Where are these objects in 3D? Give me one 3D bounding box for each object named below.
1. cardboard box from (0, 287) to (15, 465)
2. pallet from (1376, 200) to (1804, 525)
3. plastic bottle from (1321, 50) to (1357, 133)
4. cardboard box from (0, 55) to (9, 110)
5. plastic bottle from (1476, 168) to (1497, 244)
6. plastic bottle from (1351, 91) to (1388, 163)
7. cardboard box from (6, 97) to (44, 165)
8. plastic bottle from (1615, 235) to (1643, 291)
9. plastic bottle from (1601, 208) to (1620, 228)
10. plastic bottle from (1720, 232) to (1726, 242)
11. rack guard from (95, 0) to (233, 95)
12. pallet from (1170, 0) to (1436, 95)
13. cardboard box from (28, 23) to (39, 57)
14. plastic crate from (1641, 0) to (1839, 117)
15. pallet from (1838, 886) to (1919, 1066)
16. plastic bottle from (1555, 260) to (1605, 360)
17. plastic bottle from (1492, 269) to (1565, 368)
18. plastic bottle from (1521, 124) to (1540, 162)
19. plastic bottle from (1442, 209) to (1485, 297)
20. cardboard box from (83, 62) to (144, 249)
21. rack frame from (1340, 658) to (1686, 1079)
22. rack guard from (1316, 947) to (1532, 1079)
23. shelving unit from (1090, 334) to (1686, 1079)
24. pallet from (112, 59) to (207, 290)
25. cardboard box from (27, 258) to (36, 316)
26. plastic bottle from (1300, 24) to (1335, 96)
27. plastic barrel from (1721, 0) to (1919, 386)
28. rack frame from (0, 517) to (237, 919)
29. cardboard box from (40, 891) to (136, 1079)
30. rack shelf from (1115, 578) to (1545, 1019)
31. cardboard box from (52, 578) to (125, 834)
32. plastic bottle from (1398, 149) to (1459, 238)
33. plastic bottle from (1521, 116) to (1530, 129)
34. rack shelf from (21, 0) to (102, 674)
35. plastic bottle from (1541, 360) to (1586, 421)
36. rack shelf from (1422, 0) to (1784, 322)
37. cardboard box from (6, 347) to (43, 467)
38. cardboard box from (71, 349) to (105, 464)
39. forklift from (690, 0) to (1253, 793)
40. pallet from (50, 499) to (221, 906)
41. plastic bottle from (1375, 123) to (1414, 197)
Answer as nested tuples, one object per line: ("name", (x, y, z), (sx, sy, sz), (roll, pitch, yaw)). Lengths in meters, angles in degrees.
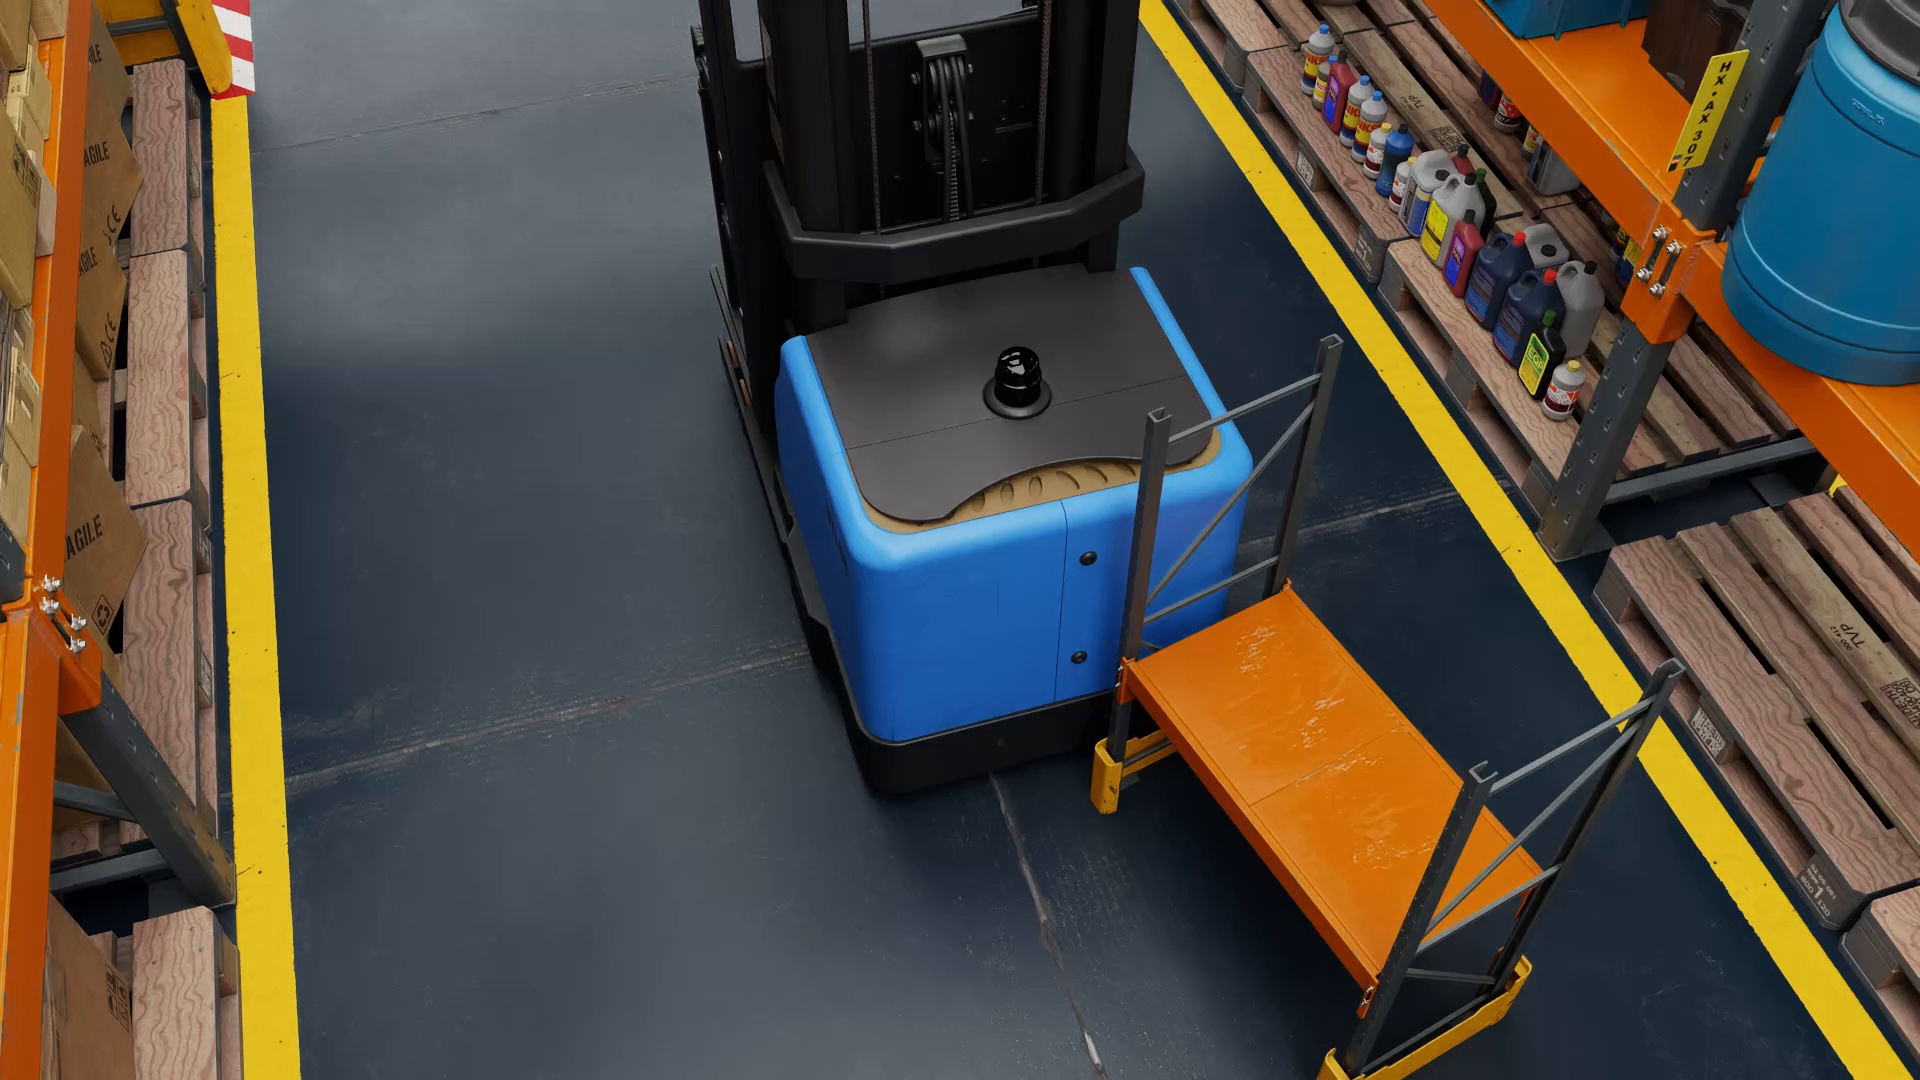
("cardboard box", (-2.495, -0.397, 3.363), (0.875, 0.500, 0.500), (-13, 51, -11))
("pallet", (2.152, -0.648, 5.658), (1.003, 0.211, 1.213), (-13, 51, -11))
("plastic bottle", (1.416, -1.670, 6.185), (0.061, 0.283, 0.133), (-13, 51, -10))
("cardboard box", (-2.853, -1.113, 3.966), (0.875, 0.500, 0.500), (-13, 51, -11))
("plastic bottle", (1.783, -1.136, 5.735), (0.061, 0.283, 0.133), (-13, 51, -11))
("plastic bottle", (1.497, -1.512, 6.060), (0.097, 0.271, 0.097), (0, 50, 0))
("cardboard box", (-2.590, -0.978, 4.277), (0.380, 0.149, 0.250), (-13, 51, -11))
("plastic bottle", (2.330, -0.985, 5.564), (0.144, 0.351, 0.185), (-13, 51, -11))
("plastic bottle", (2.333, -1.229, 5.821), (0.097, 0.271, 0.097), (0, 50, 0))
("plastic bottle", (2.468, -1.018, 5.591), (0.144, 0.351, 0.185), (-12, 51, -10))
("rack guard", (-3.581, -1.987, 6.598), (1.175, 0.500, 0.348), (-13, 51, -11))
("pallet", (1.430, -2.430, 7.160), (1.003, 0.211, 1.213), (-13, 51, -11))
("cardboard box", (-2.771, -1.336, 4.578), (0.380, 0.149, 0.250), (-13, 51, -11))
("plastic crate", (2.277, -1.438, 4.541), (0.767, 0.338, 0.504), (-13, 51, -11))
("pallet", (2.944, 1.310, 4.008), (1.003, 0.211, 1.213), (-13, 51, -11))
("plastic bottle", (1.982, -0.772, 5.384), (0.144, 0.351, 0.185), (-13, 51, -11))
("plastic bottle", (1.845, -0.740, 5.356), (0.144, 0.351, 0.185), (-15, 51, -12))
("plastic bottle", (2.129, -1.495, 6.091), (0.097, 0.201, 0.097), (0, 50, 0))
("plastic bottle", (1.700, -0.968, 5.593), (0.061, 0.283, 0.133), (-10, 51, -9))
("cardboard box", (-3.226, -1.289, 5.735), (0.500, 0.500, 0.500), (-2, 50, -1))
("rack frame", (1.125, 0.807, 3.589), (0.500, 1.500, 0.032), (-24, 54, -19))
("rack guard", (1.124, 1.209, 4.067), (0.587, 0.250, 0.087), (-24, 54, -19))
("shelving unit", (0.877, 0.475, 3.868), (0.587, 1.500, 1.083), (-24, 54, -19))
("pallet", (-3.375, -1.292, 6.202), (1.003, 0.211, 1.213), (-13, 51, -11))
("cardboard box", (-2.442, -0.613, 3.969), (0.380, 0.149, 0.250), (-13, 51, -11))
("plastic bottle", (1.366, -1.836, 6.332), (0.097, 0.271, 0.097), (0, 50, 0))
("plastic barrel", (2.135, -0.857, 3.683), (0.600, 0.901, 0.708), (-13, 51, -11))
("rack frame", (-2.421, 0.073, 3.226), (1.000, 3.000, 0.127), (-13, 51, -11))
("cardboard box", (-2.260, 1.191, 3.632), (0.700, 0.500, 0.500), (-17, 52, -14))
("rack shelf", (0.872, 0.585, 4.011), (0.538, 0.185, 1.000), (-24, 54, -19))
("cardboard box", (-2.501, 0.443, 4.275), (0.500, 0.500, 0.500), (-15, 51, -12))
("plastic bottle", (1.648, -1.211, 5.803), (0.152, 0.276, 0.135), (-12, 51, -10))
("plastic bottle", (2.179, -1.698, 6.213), (0.152, 0.276, 0.135), (-15, 51, -12))
("rack shelf", (-3.012, -1.155, 4.733), (1.077, 0.370, 4.000), (-13, 51, -11))
("plastic bottle", (1.906, -0.481, 5.236), (0.097, 0.201, 0.097), (0, 50, 0))
("rack shelf", (1.719, -2.275, 5.677), (1.077, 0.370, 4.000), (-13, 51, -11))
("cardboard box", (-2.259, -0.256, 3.668), (0.380, 0.149, 0.250), (-13, 51, -11))
("cardboard box", (-2.936, -0.410, 4.994), (0.500, 0.500, 0.500), (-17, 52, -14))
("forklift", (-0.183, -1.406, 4.518), (1.130, 2.935, 3.031), (-13, 51, -11))
("pallet", (-2.653, 0.490, 4.699), (1.003, 0.211, 1.213), (-13, 51, -11))
("plastic bottle", (1.557, -1.364, 5.935), (0.097, 0.271, 0.097), (0, 50, 0))
